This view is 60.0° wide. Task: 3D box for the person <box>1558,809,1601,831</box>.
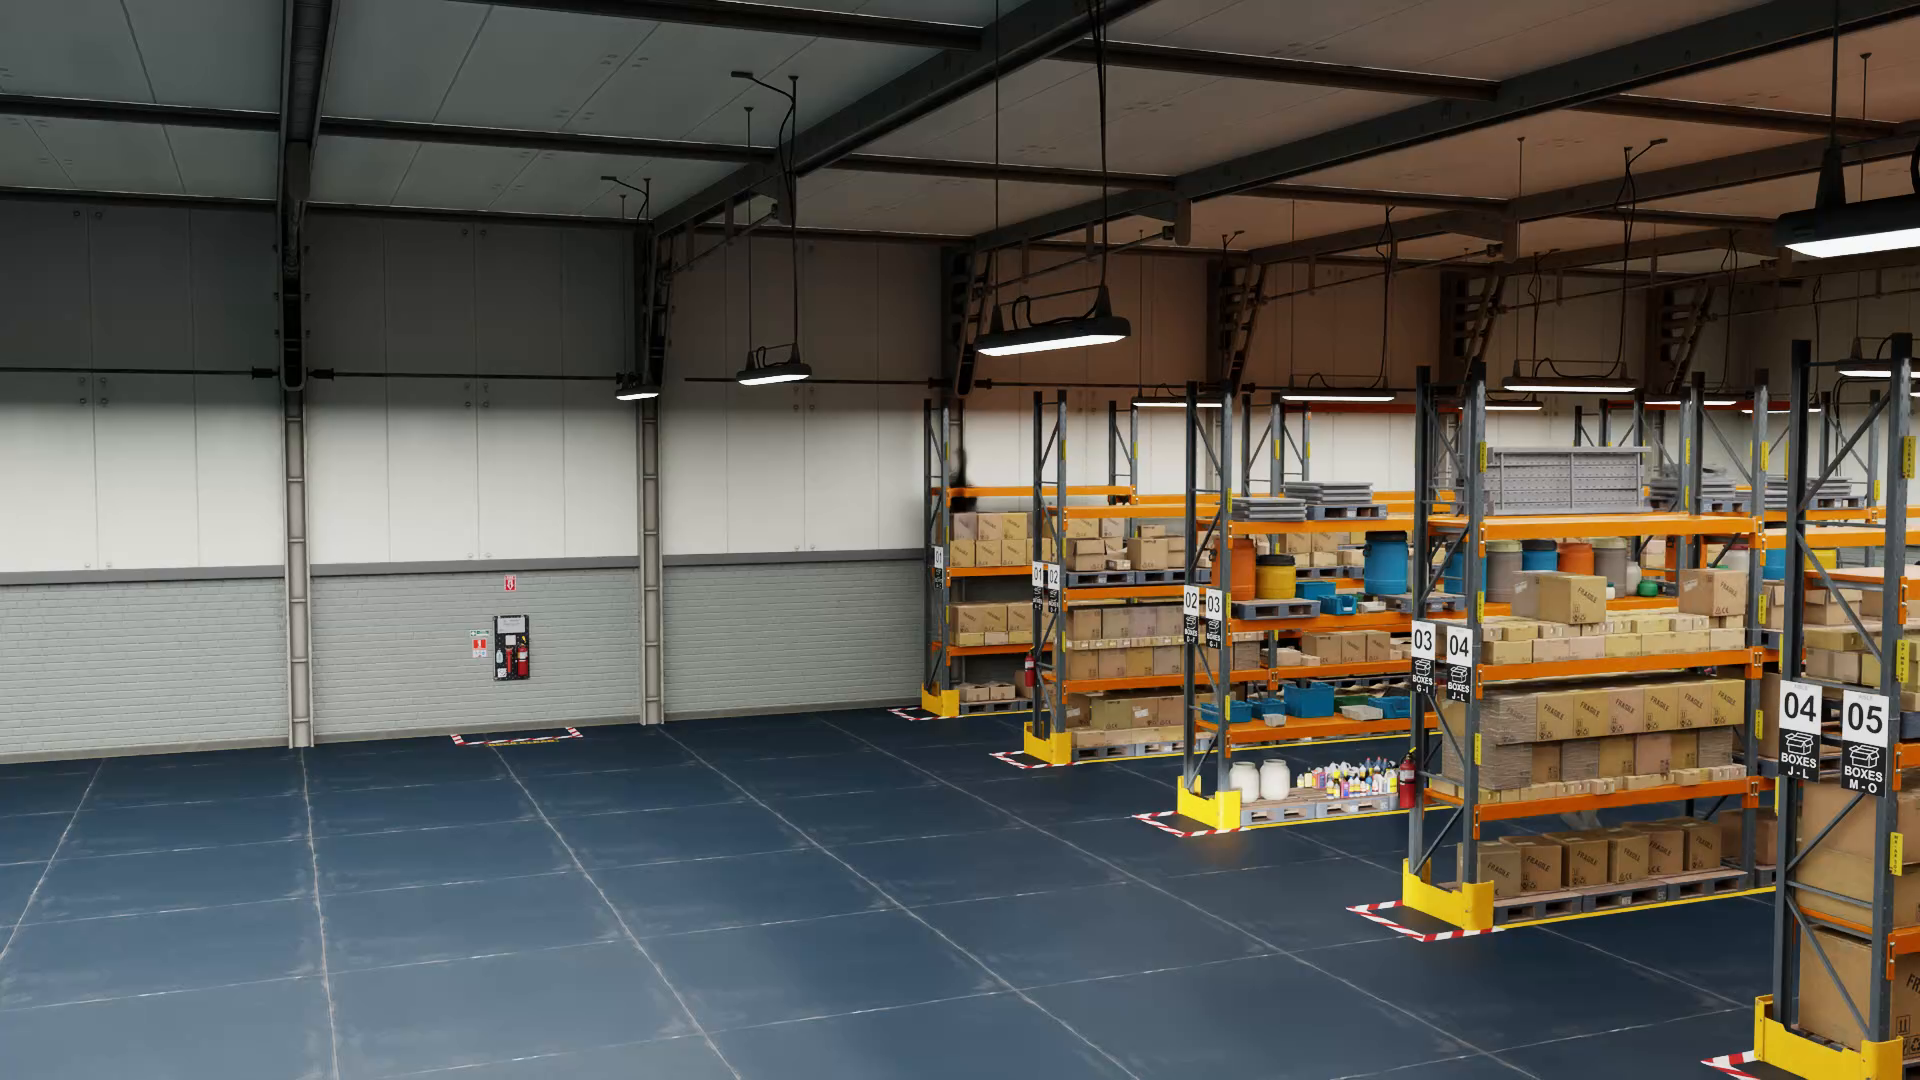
[{"bbox_3d":[7.795,3.119,20.888,0.766,1.614,0.589,-1,3,-15],"label":"person"}]
